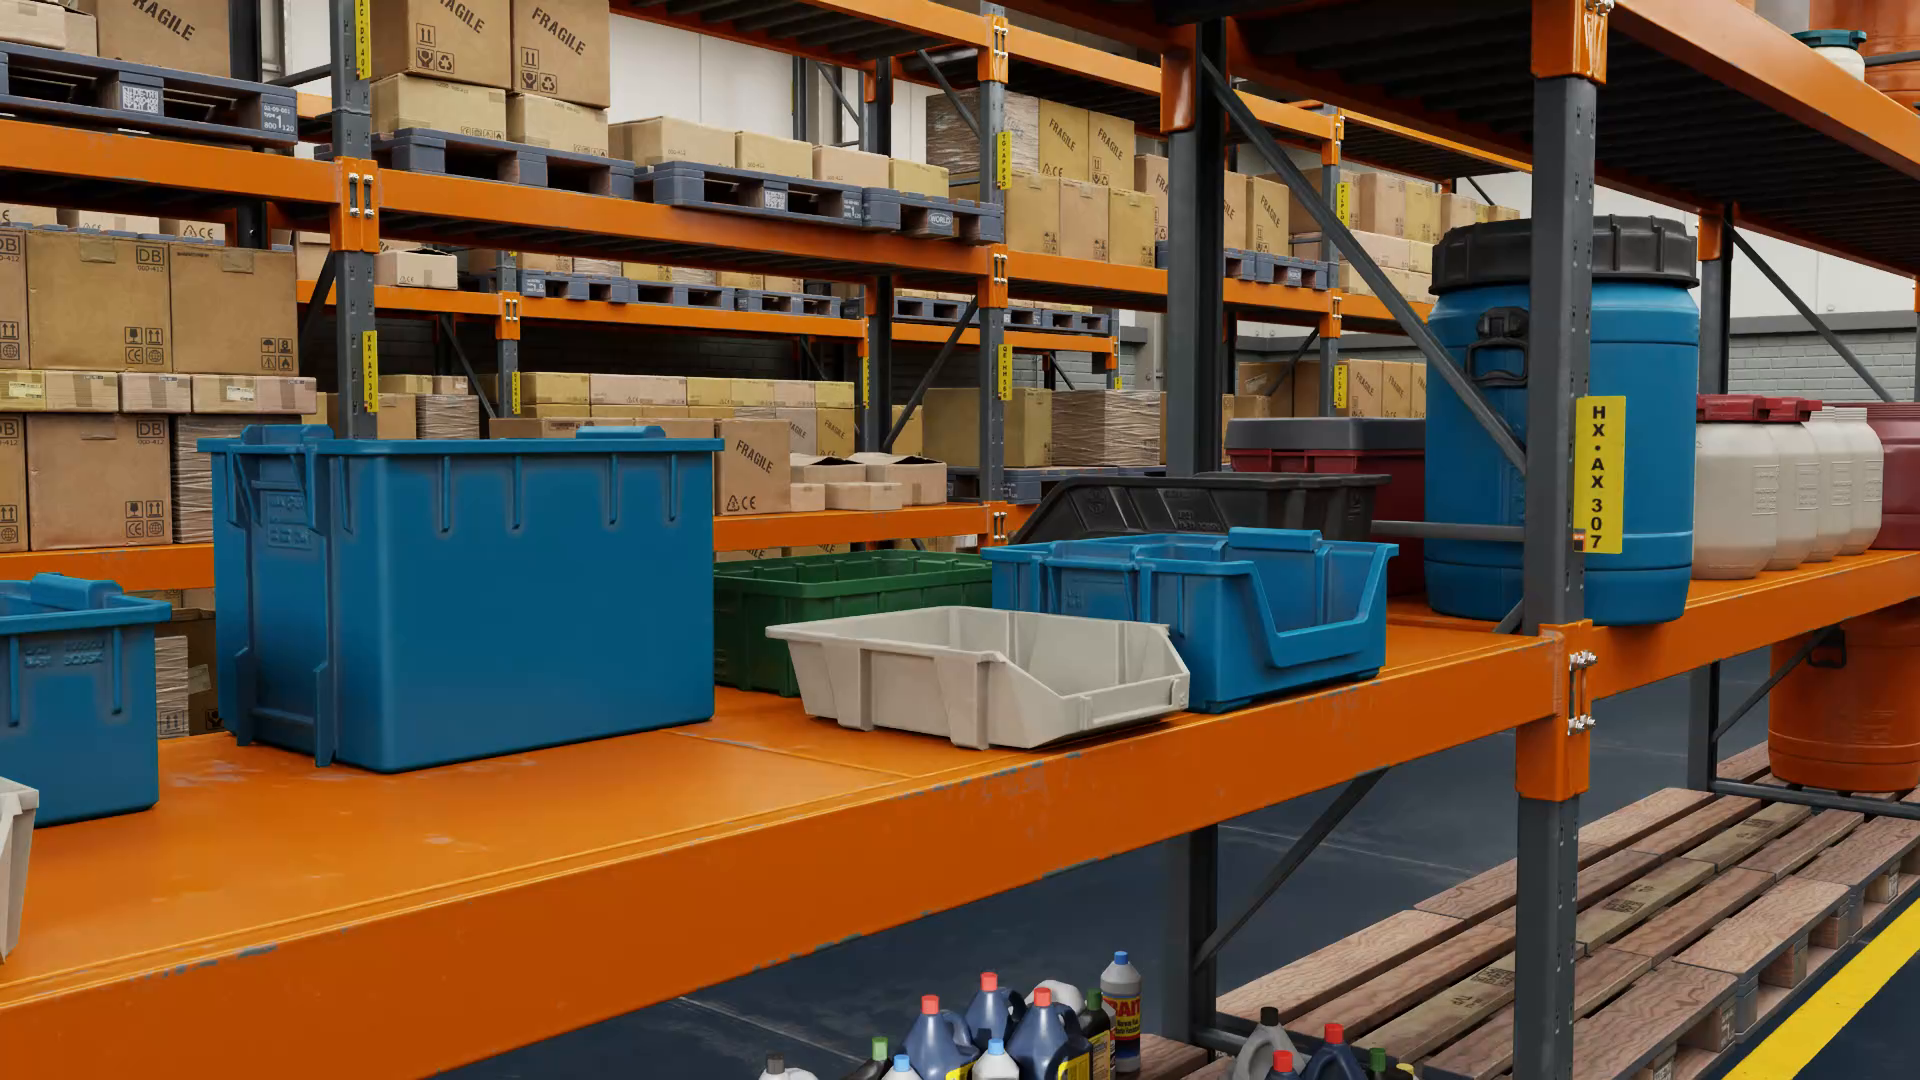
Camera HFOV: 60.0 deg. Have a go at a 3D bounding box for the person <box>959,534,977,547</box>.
[{"bbox_3d":[0.214,-0.129,15.869,0.416,1.690,0.526,3,5,40],"label":"person"}]
